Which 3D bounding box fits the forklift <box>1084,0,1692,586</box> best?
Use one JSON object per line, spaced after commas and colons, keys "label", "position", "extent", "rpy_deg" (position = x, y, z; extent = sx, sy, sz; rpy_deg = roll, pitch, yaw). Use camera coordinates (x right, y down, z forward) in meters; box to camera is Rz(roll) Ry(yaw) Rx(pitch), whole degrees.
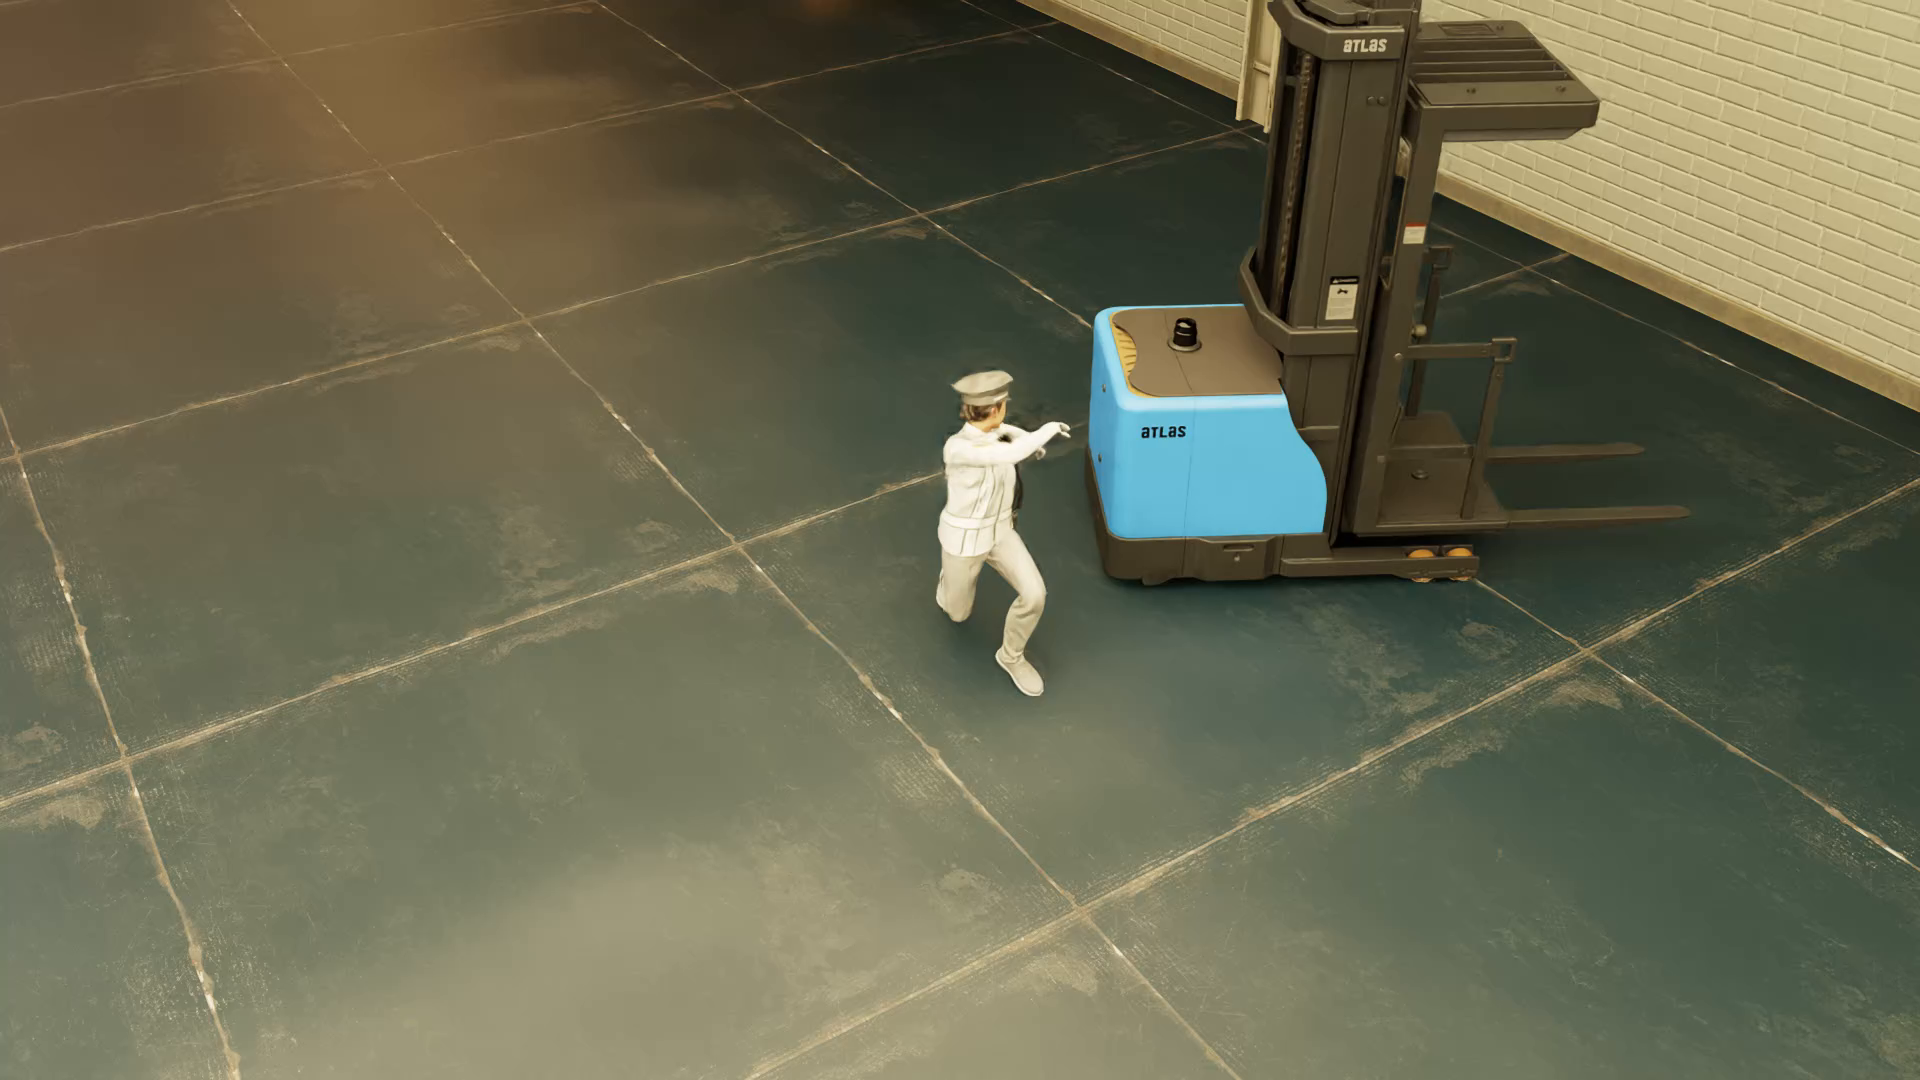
{"label": "forklift", "position": [2.212, -1.289, 7.982], "extent": [3.031, 2.935, 1.130], "rpy_deg": [-2, 35, -3]}

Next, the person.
{"label": "person", "position": [0.267, -0.135, 7.693], "extent": [0.823, 1.384, 0.950], "rpy_deg": [-23, 41, -29]}
